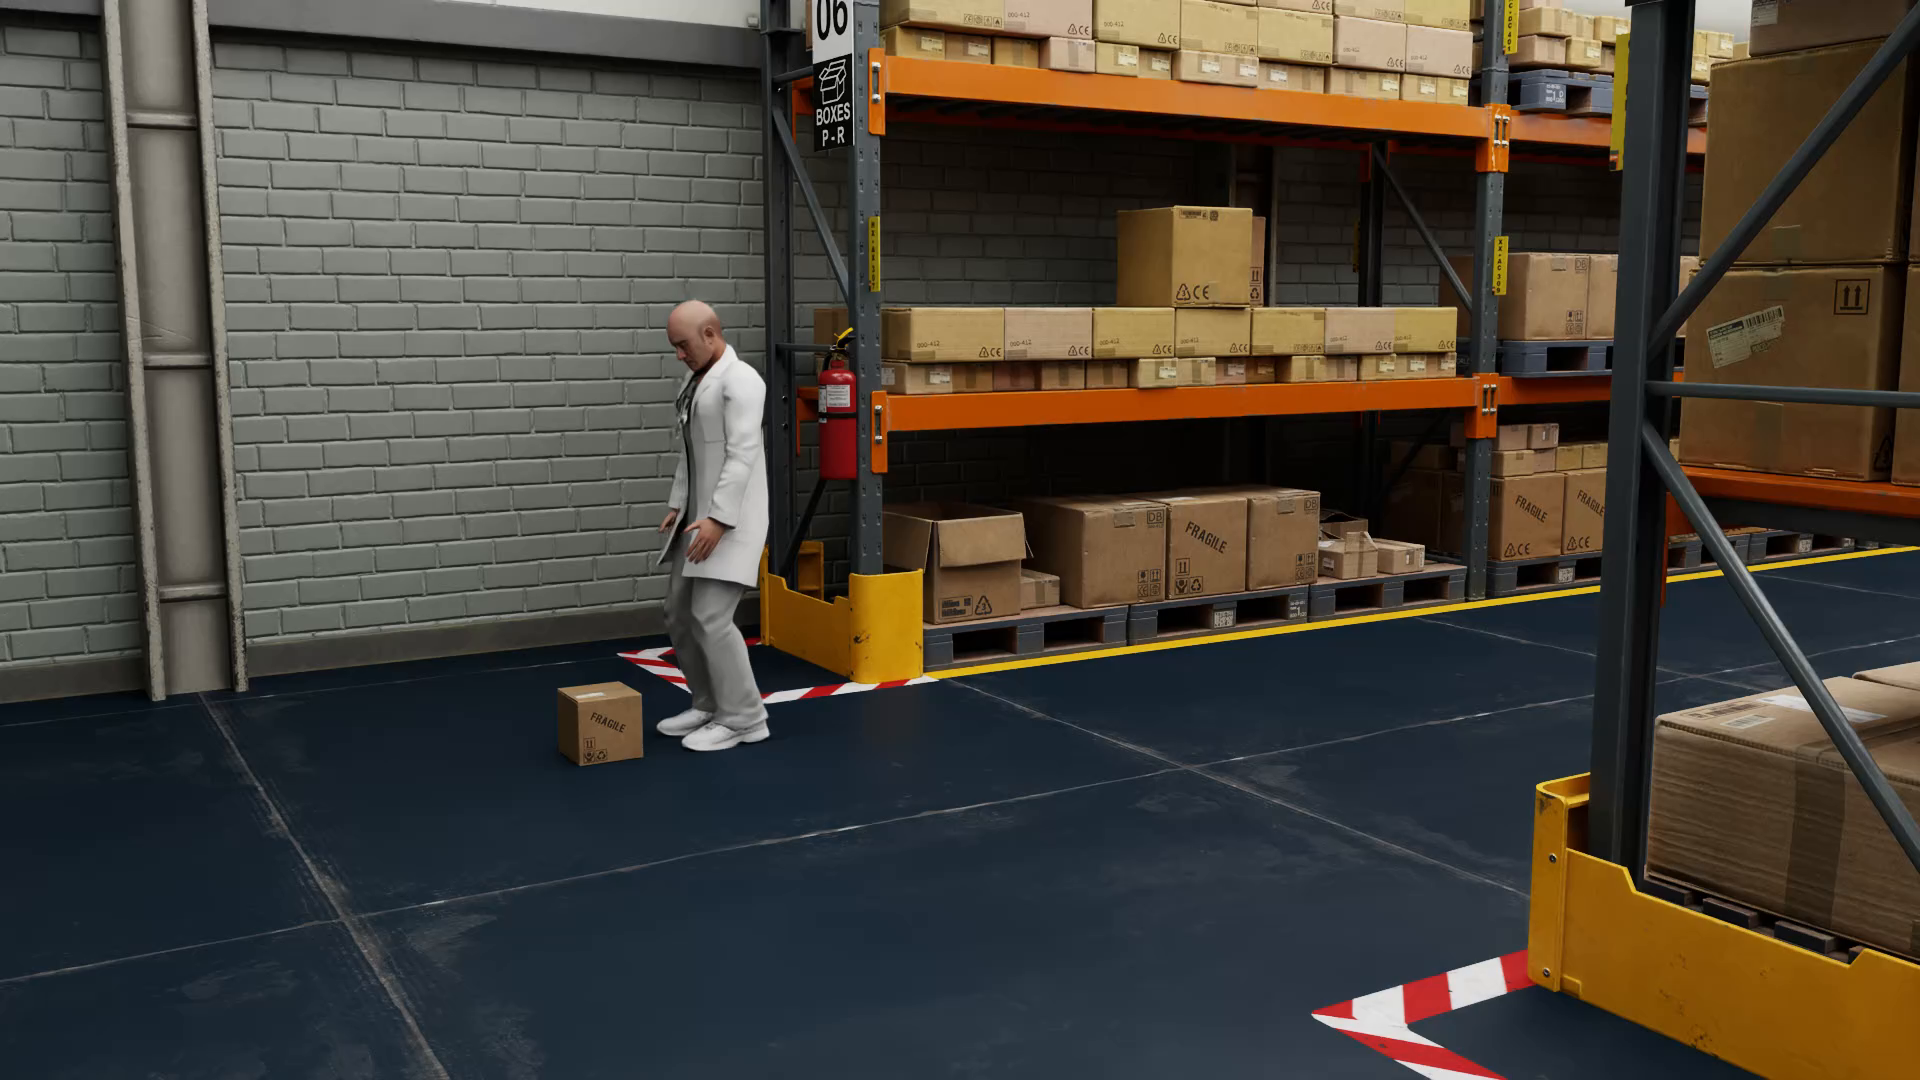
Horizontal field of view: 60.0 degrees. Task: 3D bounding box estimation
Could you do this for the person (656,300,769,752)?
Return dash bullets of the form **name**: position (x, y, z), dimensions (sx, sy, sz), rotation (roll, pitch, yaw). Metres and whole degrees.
- **person**: position (-0.958, -0.058, 6.499), dimensions (0.417, 1.729, 0.587), rotation (-5, 9, -29)
